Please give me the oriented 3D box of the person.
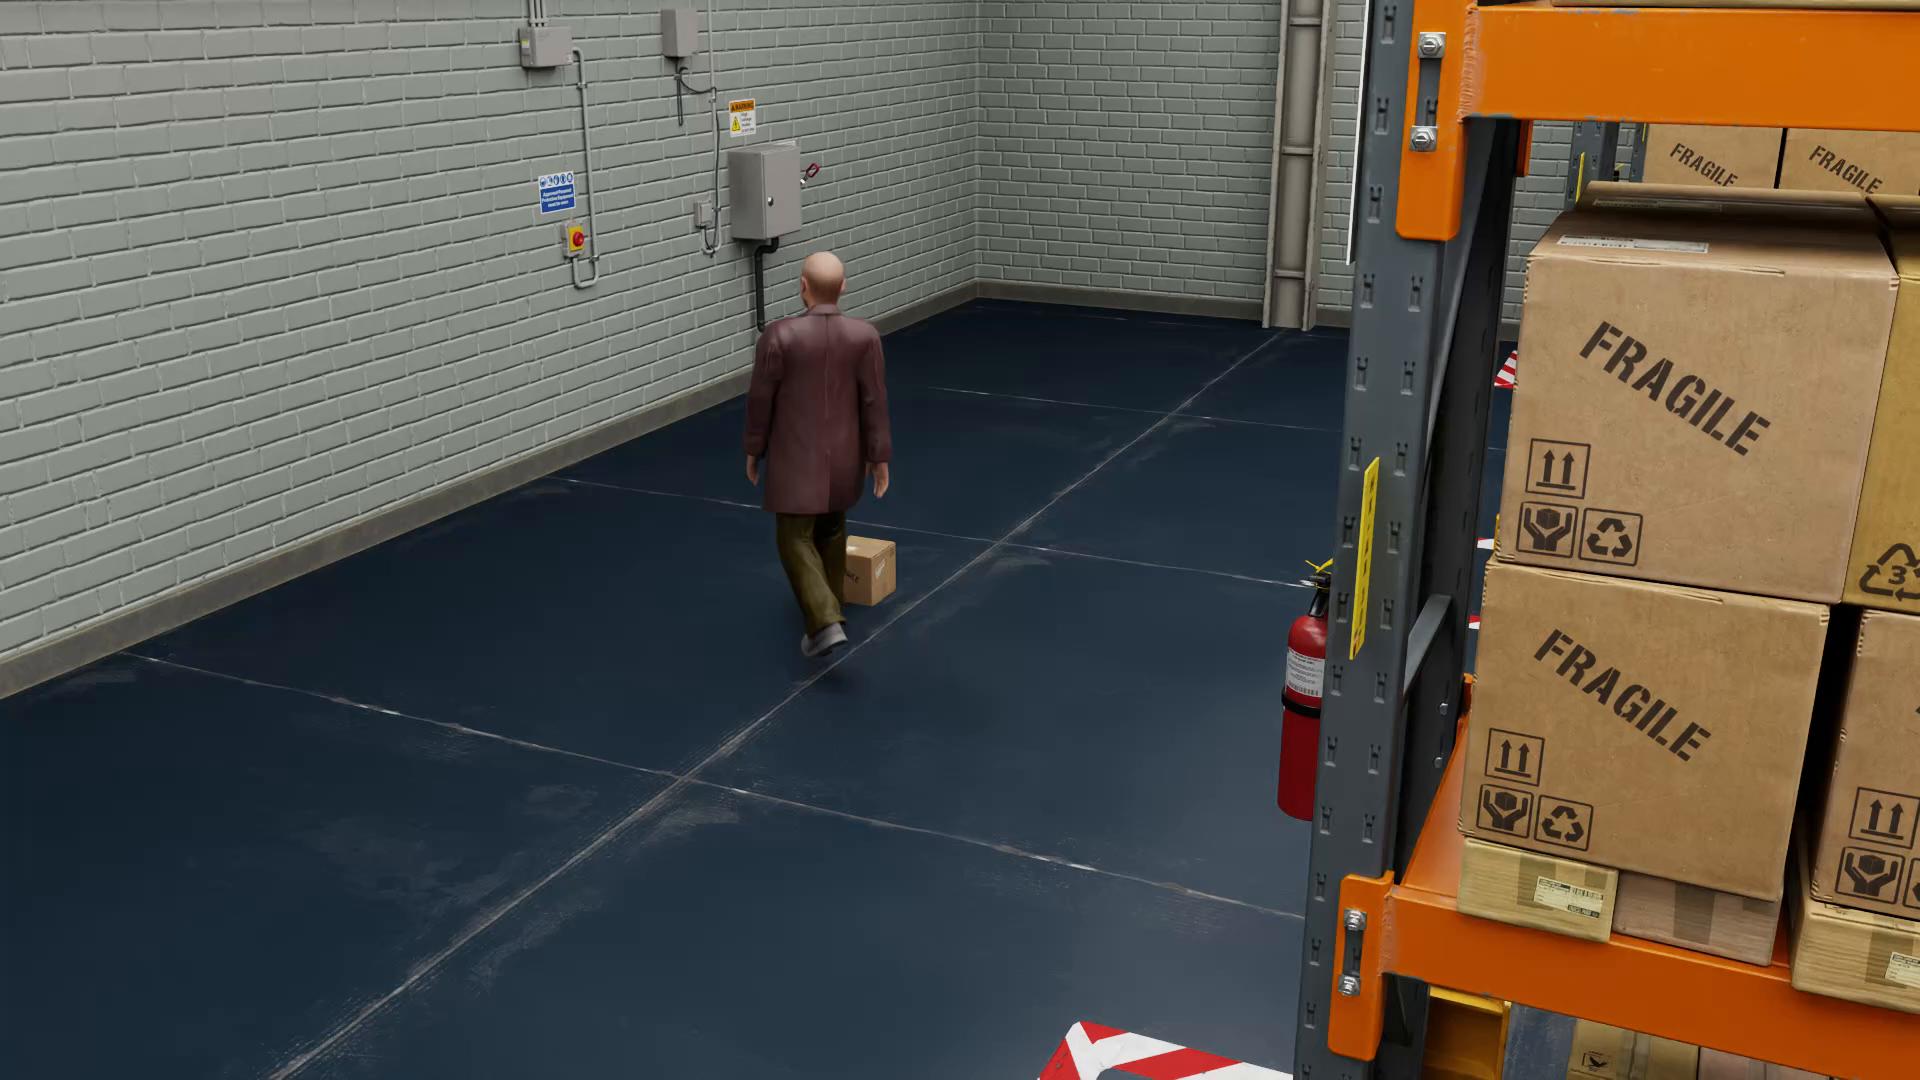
[{"bbox_3d":[-0.608,-0.363,7.165,0.619,1.750,0.998,-8,20,-22],"label":"person"}]
